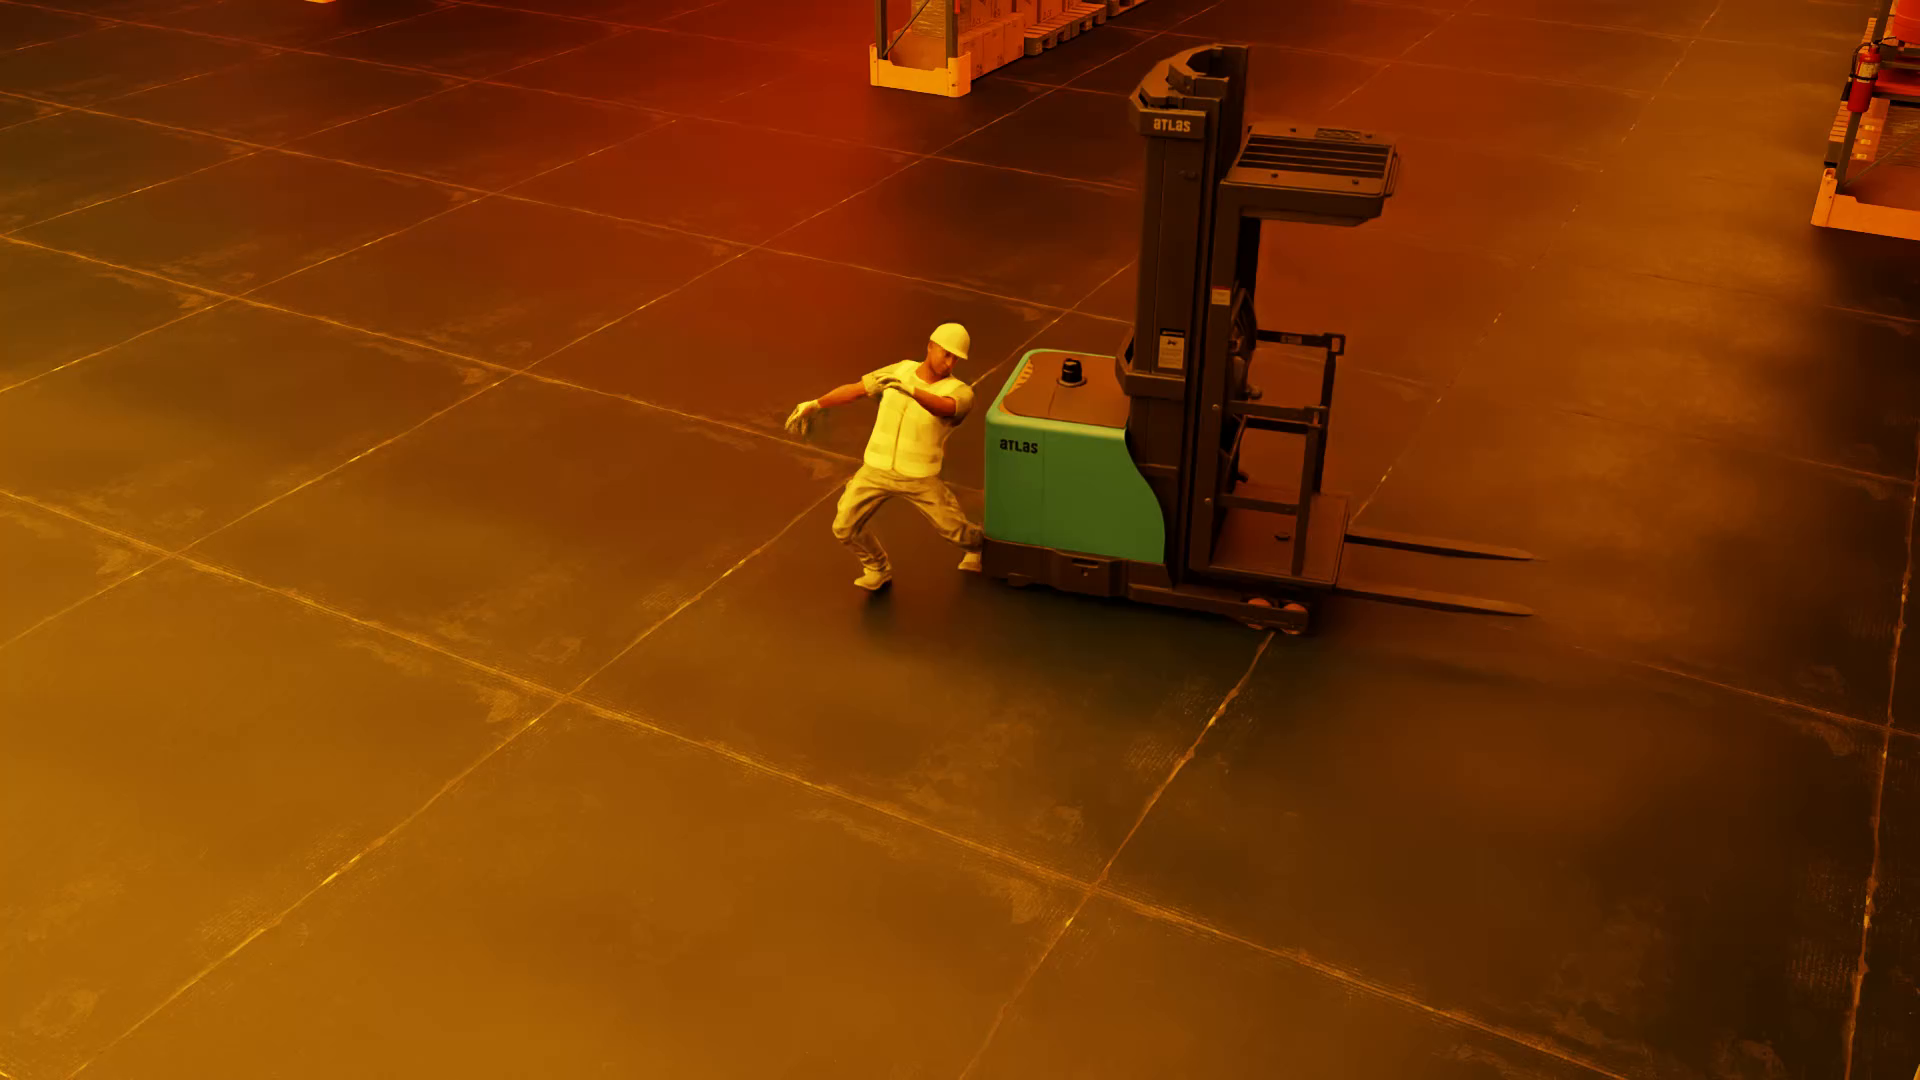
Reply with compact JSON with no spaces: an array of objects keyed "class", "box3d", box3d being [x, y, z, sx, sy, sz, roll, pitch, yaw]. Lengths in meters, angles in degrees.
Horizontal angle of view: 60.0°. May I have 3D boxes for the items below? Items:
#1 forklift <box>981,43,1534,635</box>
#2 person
[{"class":"forklift","box3d":[1.697,-1.048,8.886,3.031,2.935,1.130,8,31,14]},{"class":"person","box3d":[-0.414,-0.401,9.134,1.079,1.538,0.782,8,31,13]}]
